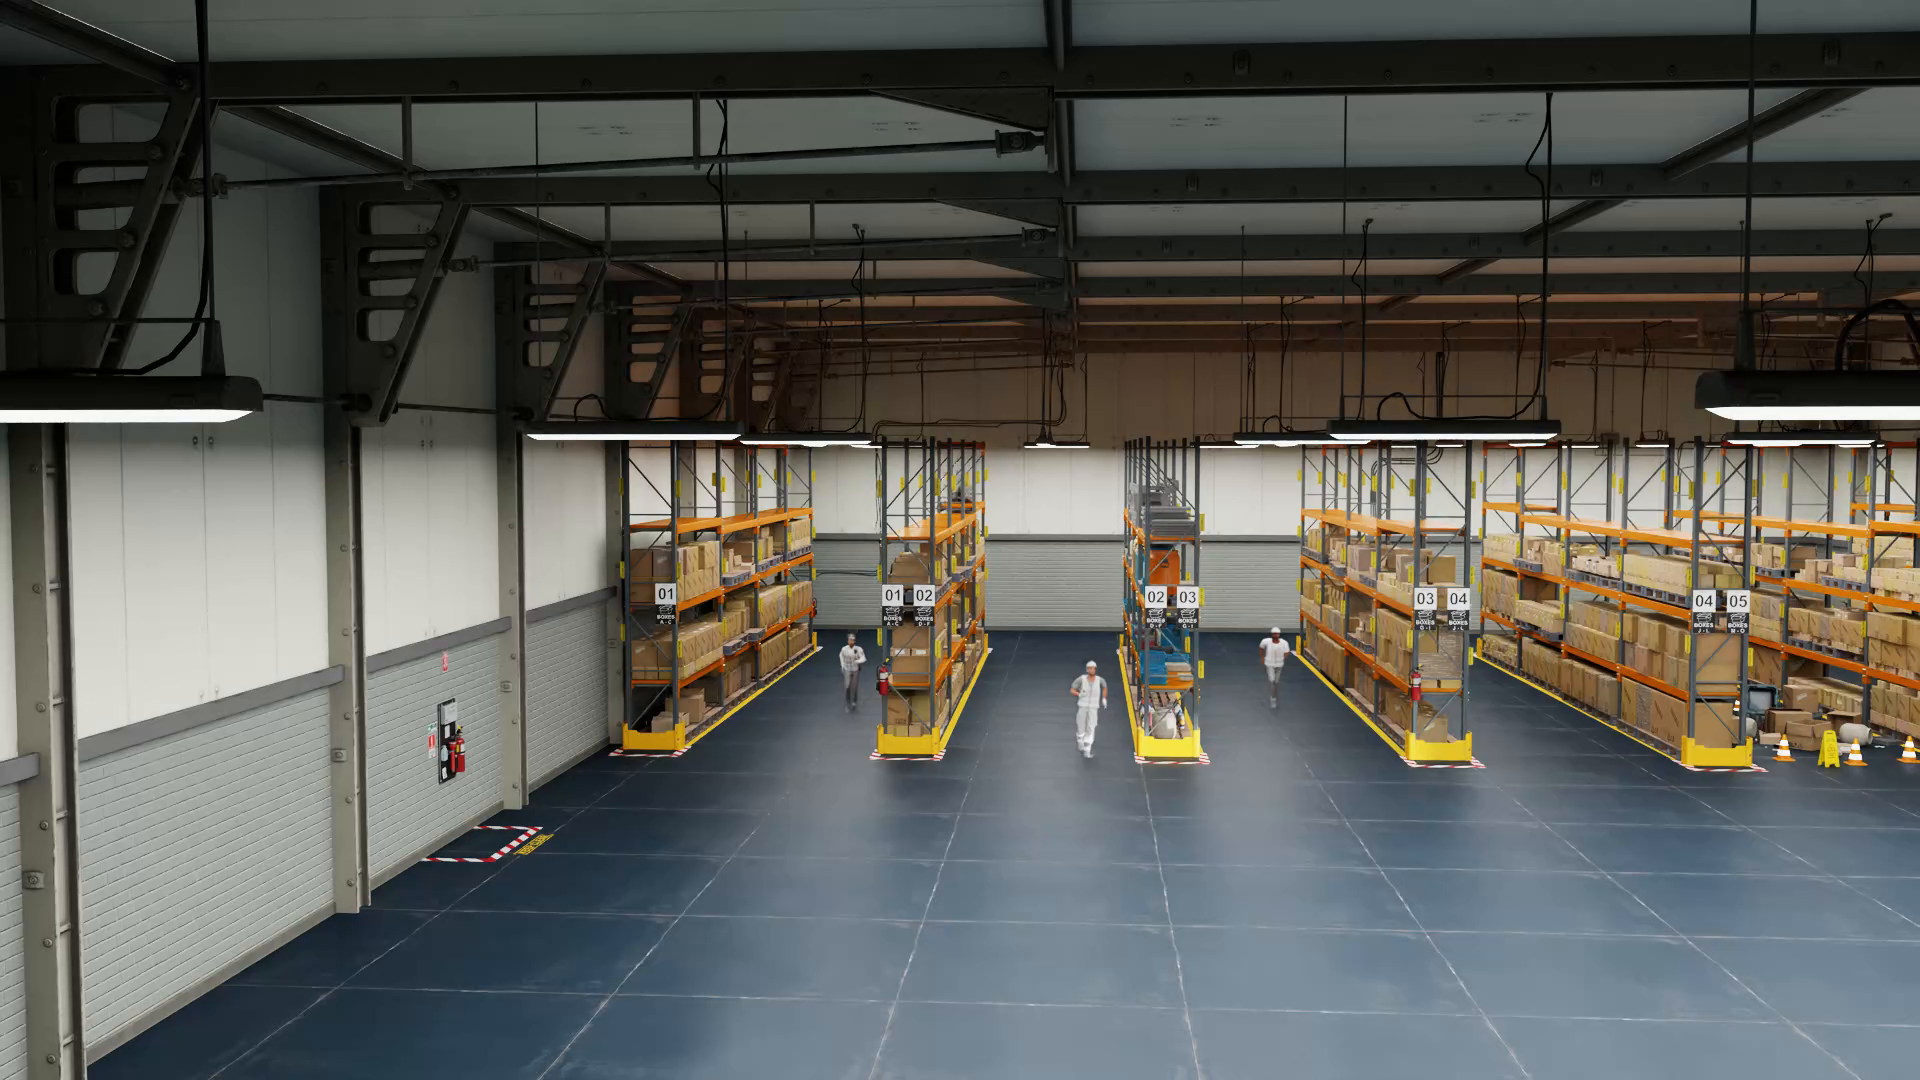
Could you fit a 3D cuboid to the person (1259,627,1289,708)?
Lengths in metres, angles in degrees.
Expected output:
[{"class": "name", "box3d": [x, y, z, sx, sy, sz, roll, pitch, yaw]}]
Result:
[{"class": "person", "box3d": [7.084, 2.848, 37.409, 0.616, 1.806, 0.893, 0, 3, -6]}]

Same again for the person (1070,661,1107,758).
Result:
[{"class": "person", "box3d": [2.413, 3.150, 31.184, 0.706, 1.746, 0.979, 0, 3, 2]}]

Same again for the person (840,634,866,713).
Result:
[{"class": "person", "box3d": [-2.369, 2.929, 36.665, 0.597, 1.748, 0.757, 0, 3, 0]}]

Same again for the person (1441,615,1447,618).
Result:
[{"class": "person", "box3d": [13.150, 2.373, 46.183, 0.744, 1.764, 0.965, 3, 4, 40]}]
